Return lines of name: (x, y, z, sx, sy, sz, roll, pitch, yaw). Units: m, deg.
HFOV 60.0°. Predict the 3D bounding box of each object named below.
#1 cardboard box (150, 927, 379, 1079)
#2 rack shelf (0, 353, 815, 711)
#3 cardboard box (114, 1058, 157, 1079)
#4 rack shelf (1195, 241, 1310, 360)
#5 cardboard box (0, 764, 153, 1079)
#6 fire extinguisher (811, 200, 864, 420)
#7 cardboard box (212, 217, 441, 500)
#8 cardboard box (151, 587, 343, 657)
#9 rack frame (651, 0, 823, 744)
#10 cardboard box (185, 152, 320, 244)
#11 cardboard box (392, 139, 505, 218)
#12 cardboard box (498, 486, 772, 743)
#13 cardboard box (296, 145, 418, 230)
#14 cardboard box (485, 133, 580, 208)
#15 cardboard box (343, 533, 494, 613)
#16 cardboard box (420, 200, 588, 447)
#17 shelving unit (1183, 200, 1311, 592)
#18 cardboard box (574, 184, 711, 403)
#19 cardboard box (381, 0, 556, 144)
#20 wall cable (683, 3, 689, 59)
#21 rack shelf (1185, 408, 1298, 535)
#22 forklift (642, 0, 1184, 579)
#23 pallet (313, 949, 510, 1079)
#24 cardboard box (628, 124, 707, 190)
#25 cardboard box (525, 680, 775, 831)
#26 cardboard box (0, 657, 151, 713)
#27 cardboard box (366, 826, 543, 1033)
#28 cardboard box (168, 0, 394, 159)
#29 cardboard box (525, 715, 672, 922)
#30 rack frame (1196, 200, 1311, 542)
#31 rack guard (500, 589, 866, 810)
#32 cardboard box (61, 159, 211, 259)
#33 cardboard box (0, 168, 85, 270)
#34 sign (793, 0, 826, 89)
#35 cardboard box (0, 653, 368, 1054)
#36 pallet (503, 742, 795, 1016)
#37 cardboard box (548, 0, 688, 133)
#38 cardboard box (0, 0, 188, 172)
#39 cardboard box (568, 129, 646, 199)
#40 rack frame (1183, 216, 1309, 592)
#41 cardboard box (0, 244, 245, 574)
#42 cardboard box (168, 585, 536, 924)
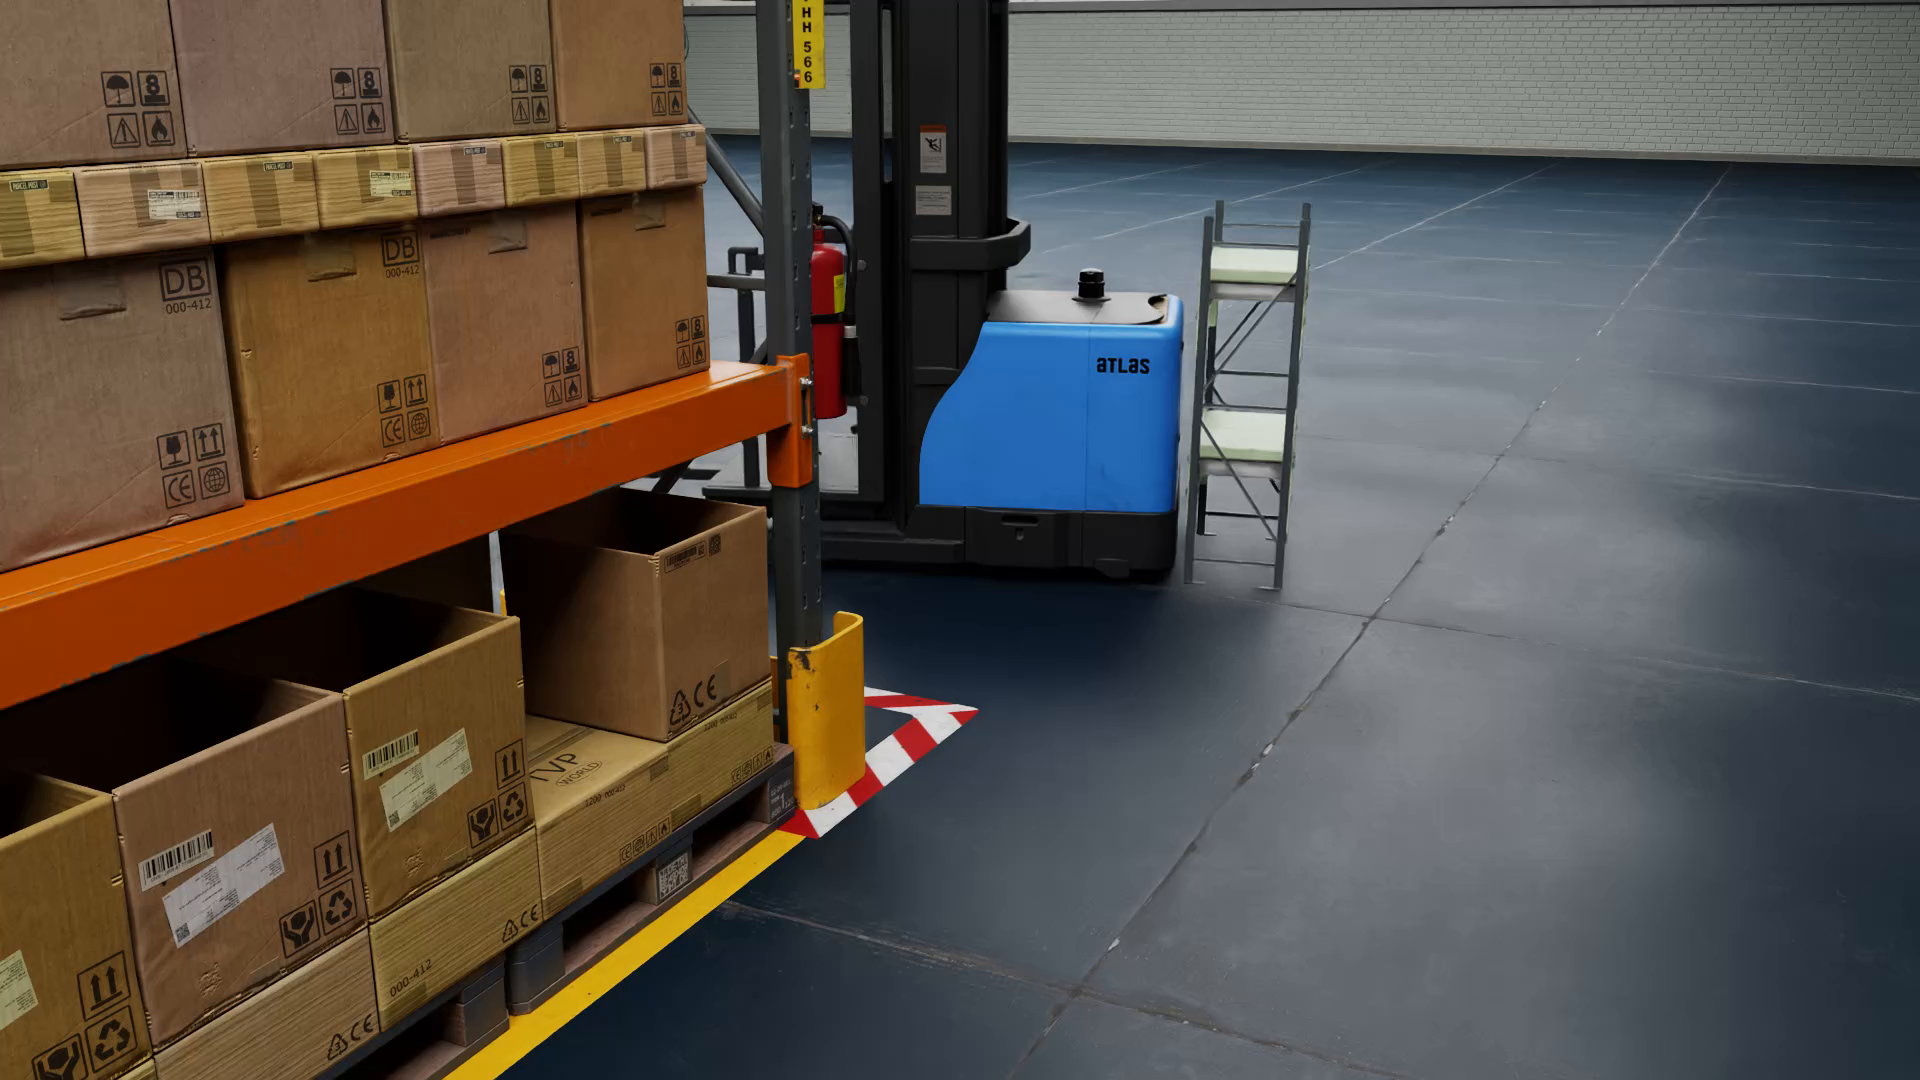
cardboard box: (-1.513, 0.921, 3.246, 0.500, 0.250, 0.500, 8, 18, 25)
rack shelf: (-1.772, 0.101, 3.180, 1.077, 0.370, 4.000, 8, 18, 25)
cardboard box: (-1.731, 1.049, 2.815, 0.500, 0.250, 0.500, 8, 18, 25)
rack shelf: (1.217, -1.000, 6.874, 0.431, 0.370, 0.720, 4, 17, 11)
cardboard box: (-1.731, 0.690, 2.708, 0.500, 0.500, 0.500, 8, 18, 25)
fire extinguisher: (-0.410, -0.687, 4.706, 0.296, 0.674, 0.183, 8, 18, 25)
cardboard box: (-1.556, -0.424, 3.508, 0.700, 0.500, 0.500, 8, 18, 26)
cardboard box: (-1.750, 0.369, 3.789, 0.500, 0.500, 0.500, 8, 18, 25)
rack frame: (-0.878, -0.753, 4.793, 1.000, 3.000, 0.127, 8, 18, 25)
cardboard box: (-1.456, -0.661, 3.166, 0.380, 0.149, 0.250, 9, 19, 27)
cardboard box: (-1.223, -0.795, 3.617, 0.380, 0.149, 0.250, 8, 18, 26)
cardboard box: (-0.851, 0.178, 4.430, 0.500, 0.500, 0.500, 8, 18, 25)
cardboard box: (-1.340, -0.728, 3.392, 0.380, 0.149, 0.250, 9, 19, 27)
cardboard box: (-1.108, -0.859, 3.832, 0.380, 0.149, 0.250, 8, 18, 25)
cardboard box: (-1.538, 0.240, 4.223, 0.500, 0.500, 0.500, 8, 18, 25)
cardboard box: (-1.328, -0.550, 3.931, 0.700, 0.500, 0.500, 9, 19, 27)
shelving unit: (1.211, -0.627, 6.986, 0.431, 1.500, 0.755, 4, 17, 11)
cardboard box: (-1.098, -0.684, 4.383, 0.700, 0.500, 0.500, 8, 18, 25)
cardboard box: (-1.352, -1.158, 3.700, 0.700, 0.500, 0.500, 8, 18, 24)
wall cable: (-8.259, -13.454, 42.471, 3.097, 2.526, 0.112, 8, 18, 25)
rack shelf: (1.205, -0.314, 7.080, 0.431, 0.370, 0.720, 4, 17, 11)
forklift: (-0.546, -1.416, 7.145, 3.031, 2.935, 1.130, 2, 17, 8)
pallet: (-1.729, 1.093, 3.473, 1.003, 0.211, 1.213, 8, 18, 25)
cardboard box: (-0.878, -0.991, 4.277, 0.380, 0.149, 0.250, 8, 18, 24)
cardboard box: (-0.853, 0.538, 4.538, 0.500, 0.250, 0.500, 8, 18, 25)
cardboard box: (-1.989, 0.494, 3.368, 0.500, 0.500, 0.500, 8, 18, 25)
cardboard box: (-1.288, 0.794, 3.674, 0.500, 0.250, 0.500, 8, 18, 25)
cardboard box: (-1.576, -1.029, 3.267, 0.700, 0.500, 0.500, 8, 18, 26)
cardboard box: (-1.066, 0.666, 4.104, 0.500, 0.250, 0.500, 8, 18, 25)
rack frame: (1.286, -0.729, 7.330, 0.400, 1.500, 0.023, 4, 17, 11)
rack guard: (-0.867, 0.439, 5.169, 1.175, 0.500, 0.348, 8, 18, 25)
cardboard box: (-1.570, -0.595, 2.946, 0.380, 0.149, 0.250, 8, 18, 25)
cardboard box: (-1.683, -0.532, 2.733, 0.380, 0.149, 0.250, 8, 18, 25)
sign: (-0.399, -1.349, 4.350, 0.100, 0.325, 0.005, 8, 18, 25)
cardboard box: (-1.510, 0.562, 3.138, 0.500, 0.500, 0.500, 8, 18, 25)
pallet: (-1.182, 0.783, 4.516, 1.003, 0.211, 1.213, 8, 18, 25)
cardboard box: (-1.122, -1.292, 4.153, 0.700, 0.500, 0.500, 8, 18, 26)
cardboard box: (-1.800, -0.902, 2.838, 0.700, 0.500, 0.500, 8, 18, 25)
cardboard box: (-0.994, -0.924, 4.052, 0.380, 0.149, 0.250, 9, 19, 27)
rack frame: (1.135, -0.525, 6.643, 0.400, 1.500, 0.023, 4, 17, 11)
cardboard box: (-1.787, -0.289, 3.055, 0.700, 0.500, 0.500, 9, 19, 27)
cardboard box: (-1.285, 0.435, 3.566, 0.500, 0.500, 0.500, 8, 18, 25)
